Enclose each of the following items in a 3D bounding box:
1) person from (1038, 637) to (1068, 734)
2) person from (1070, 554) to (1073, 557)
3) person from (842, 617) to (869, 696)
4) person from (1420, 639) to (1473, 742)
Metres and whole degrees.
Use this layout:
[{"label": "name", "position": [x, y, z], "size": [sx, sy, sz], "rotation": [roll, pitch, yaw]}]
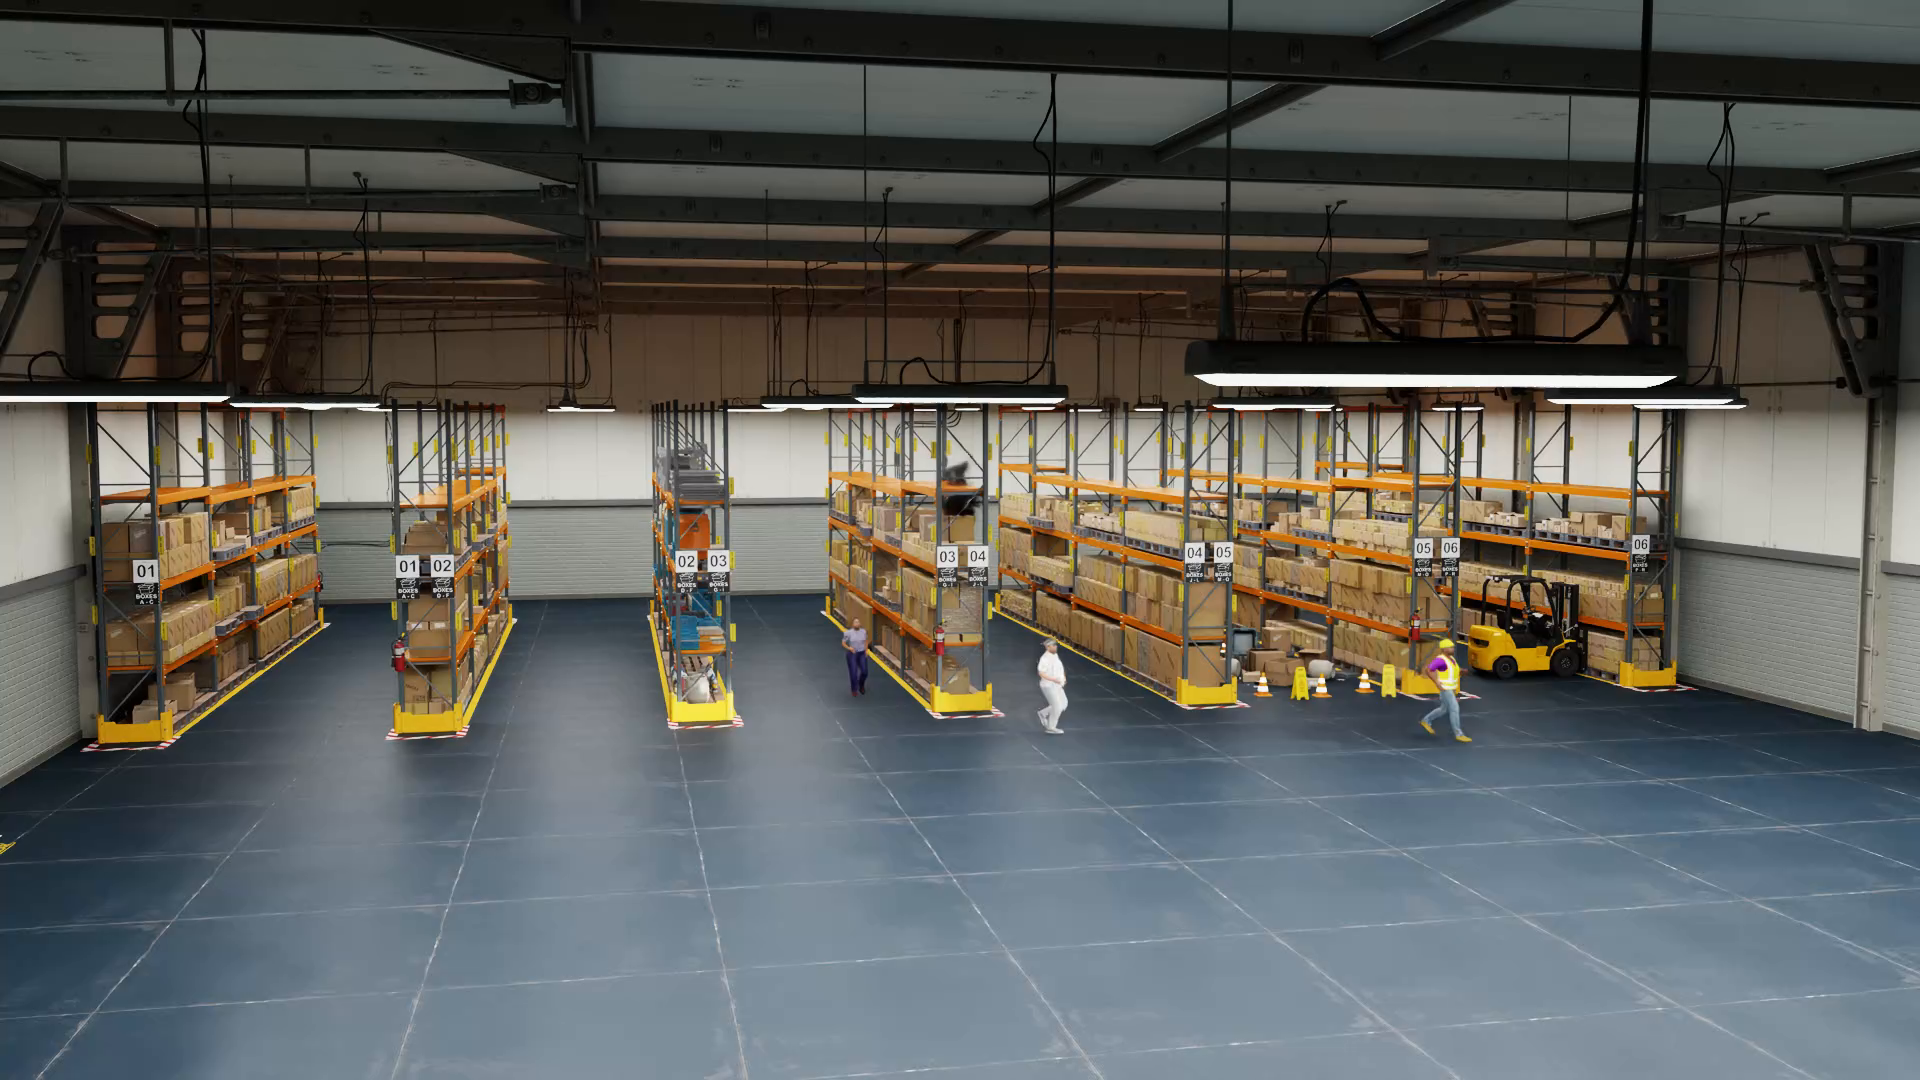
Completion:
[{"label": "person", "position": [1.643, 2.602, 29.880], "size": [0.626, 1.732, 0.660], "rotation": [2, 5, 28]}, {"label": "person", "position": [3.227, 1.239, 48.638], "size": [0.573, 1.737, 0.744], "rotation": [-2, 5, -21]}, {"label": "person", "position": [-2.093, 2.371, 33.738], "size": [0.603, 1.609, 0.573], "rotation": [-1, 4, -16]}, {"label": "person", "position": [8.541, 2.616, 29.164], "size": [0.989, 1.752, 0.702], "rotation": [3, 5, 34]}]
